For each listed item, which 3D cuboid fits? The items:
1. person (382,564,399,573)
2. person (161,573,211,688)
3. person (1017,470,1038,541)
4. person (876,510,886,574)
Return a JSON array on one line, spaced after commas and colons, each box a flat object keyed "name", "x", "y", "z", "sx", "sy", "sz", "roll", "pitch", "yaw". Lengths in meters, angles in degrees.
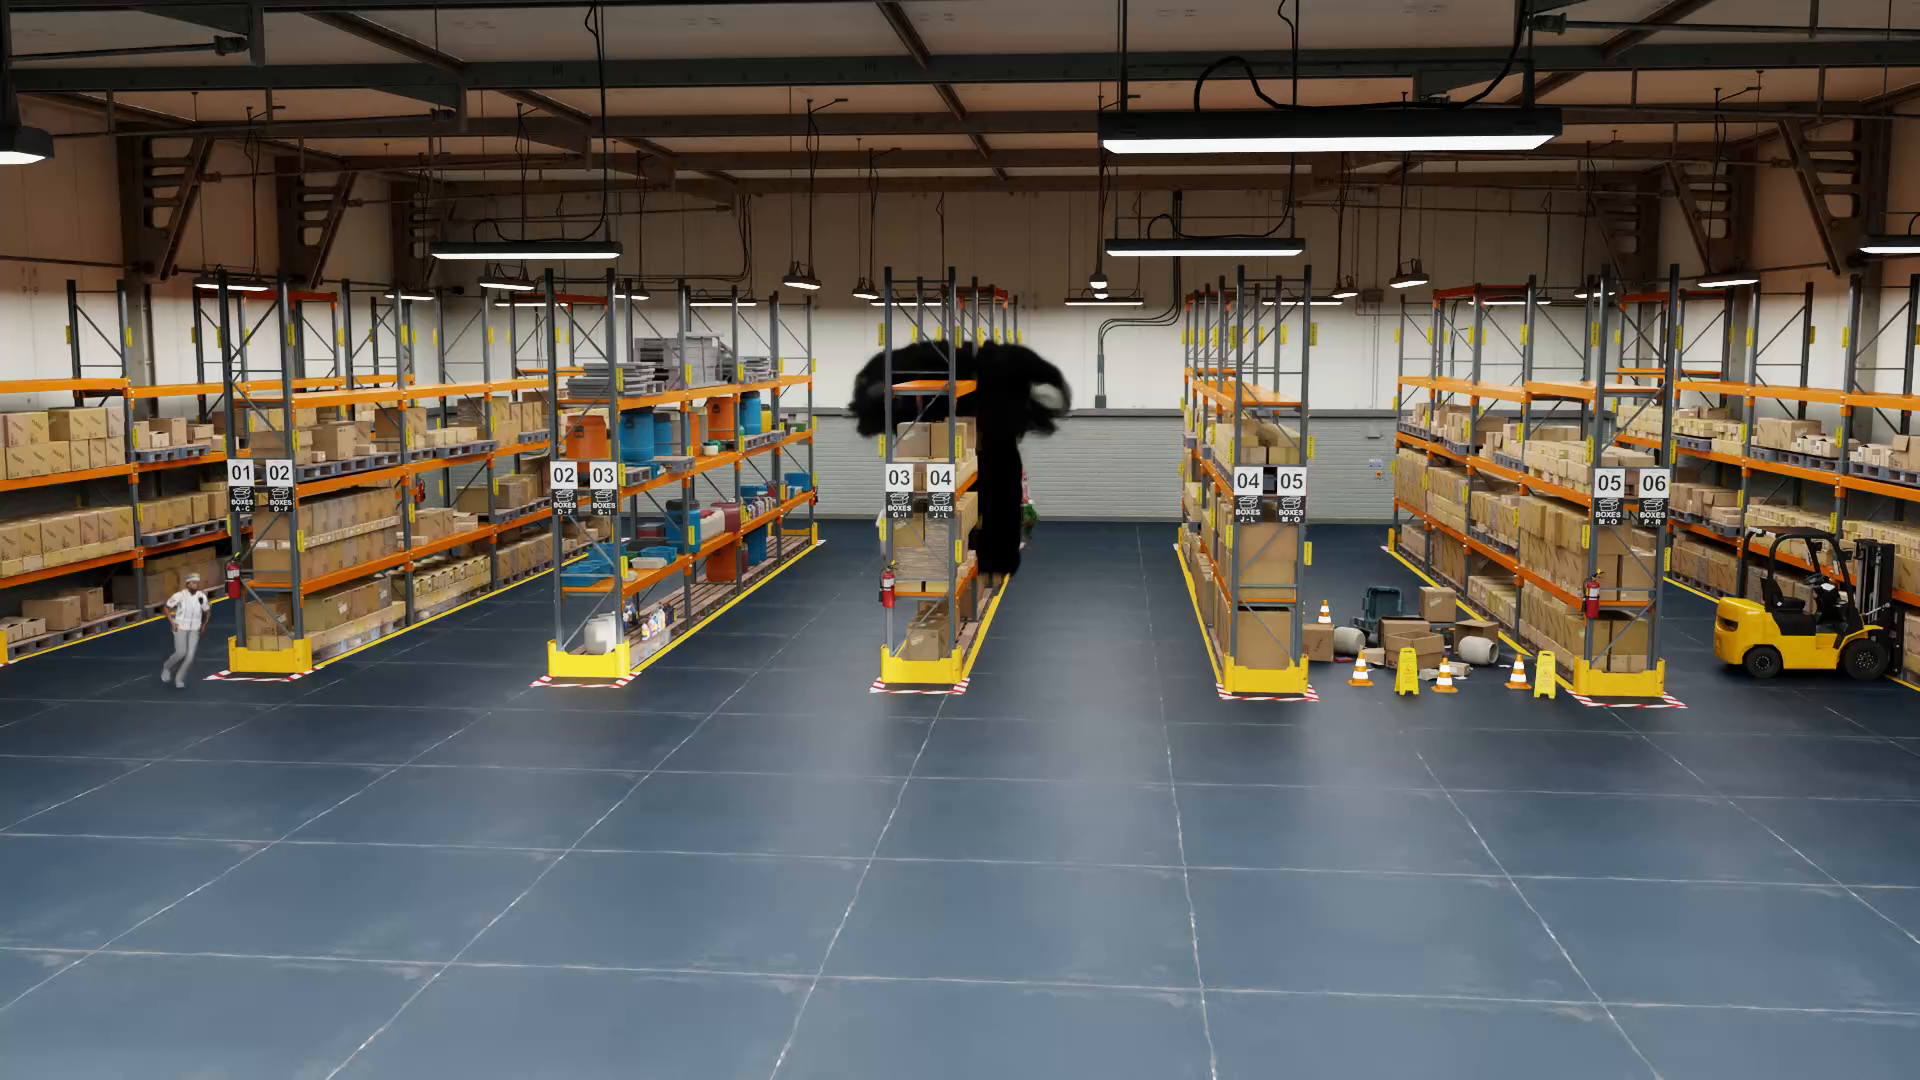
[{"name": "person", "x": -11.292, "y": 0.200, "z": 33.133, "sx": 0.616, "sy": 1.612, "sz": 0.599, "roll": 0, "pitch": 7, "yaw": 0}, {"name": "person", "x": -11.166, "y": 1.288, "z": 24.034, "sx": 0.530, "sy": 1.643, "sz": 0.663, "roll": 7, "pitch": 10, "yaw": 43}, {"name": "person", "x": 1.576, "y": -0.834, "z": 40.862, "sx": 0.664, "sy": 1.784, "sz": 0.670, "roll": 1, "pitch": 7, "yaw": 7}, {"name": "person", "x": -1.404, "y": -0.035, "z": 32.740, "sx": 0.516, "sy": 1.564, "sz": 0.457, "roll": 0, "pitch": 7, "yaw": 0}]
